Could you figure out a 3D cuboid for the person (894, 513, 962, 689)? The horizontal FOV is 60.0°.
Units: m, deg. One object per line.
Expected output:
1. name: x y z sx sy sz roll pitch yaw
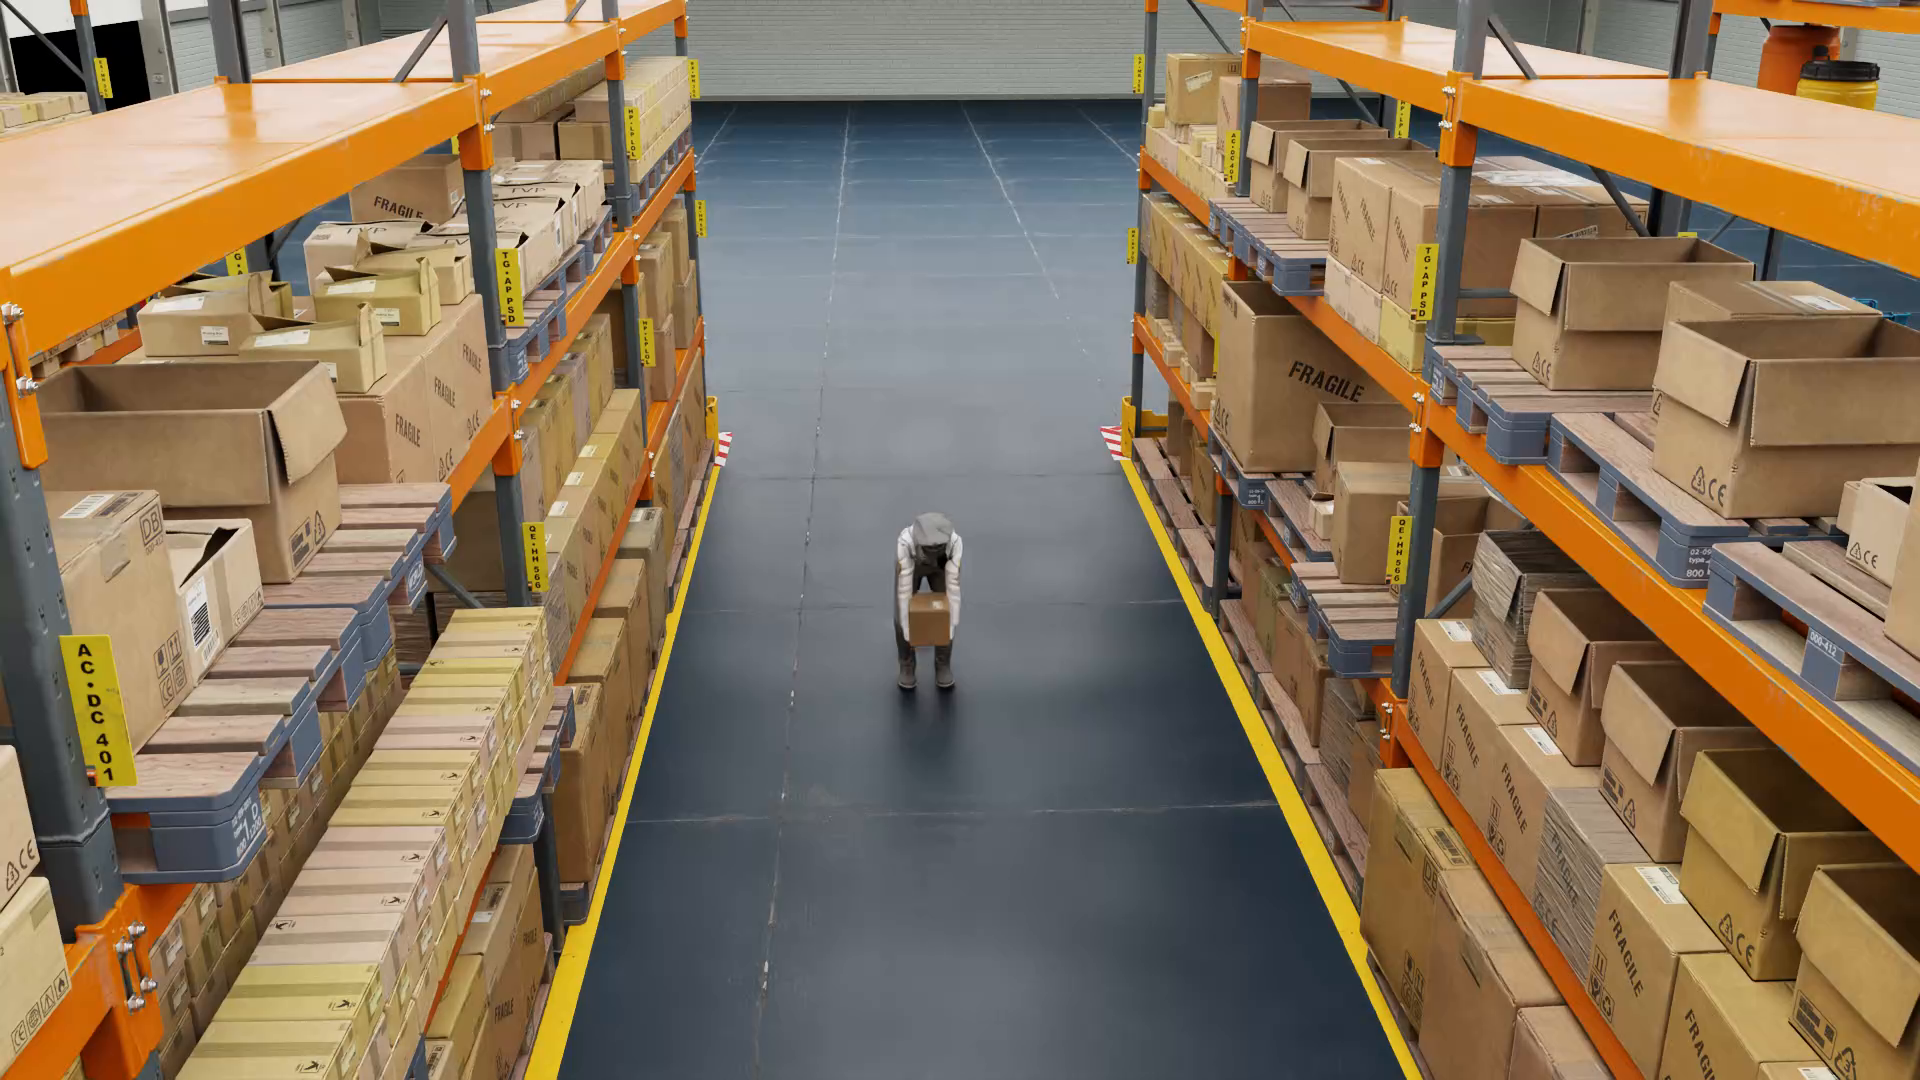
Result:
1. person: -0.203 0.378 10.558 0.422 1.326 0.866 -2 21 -5
